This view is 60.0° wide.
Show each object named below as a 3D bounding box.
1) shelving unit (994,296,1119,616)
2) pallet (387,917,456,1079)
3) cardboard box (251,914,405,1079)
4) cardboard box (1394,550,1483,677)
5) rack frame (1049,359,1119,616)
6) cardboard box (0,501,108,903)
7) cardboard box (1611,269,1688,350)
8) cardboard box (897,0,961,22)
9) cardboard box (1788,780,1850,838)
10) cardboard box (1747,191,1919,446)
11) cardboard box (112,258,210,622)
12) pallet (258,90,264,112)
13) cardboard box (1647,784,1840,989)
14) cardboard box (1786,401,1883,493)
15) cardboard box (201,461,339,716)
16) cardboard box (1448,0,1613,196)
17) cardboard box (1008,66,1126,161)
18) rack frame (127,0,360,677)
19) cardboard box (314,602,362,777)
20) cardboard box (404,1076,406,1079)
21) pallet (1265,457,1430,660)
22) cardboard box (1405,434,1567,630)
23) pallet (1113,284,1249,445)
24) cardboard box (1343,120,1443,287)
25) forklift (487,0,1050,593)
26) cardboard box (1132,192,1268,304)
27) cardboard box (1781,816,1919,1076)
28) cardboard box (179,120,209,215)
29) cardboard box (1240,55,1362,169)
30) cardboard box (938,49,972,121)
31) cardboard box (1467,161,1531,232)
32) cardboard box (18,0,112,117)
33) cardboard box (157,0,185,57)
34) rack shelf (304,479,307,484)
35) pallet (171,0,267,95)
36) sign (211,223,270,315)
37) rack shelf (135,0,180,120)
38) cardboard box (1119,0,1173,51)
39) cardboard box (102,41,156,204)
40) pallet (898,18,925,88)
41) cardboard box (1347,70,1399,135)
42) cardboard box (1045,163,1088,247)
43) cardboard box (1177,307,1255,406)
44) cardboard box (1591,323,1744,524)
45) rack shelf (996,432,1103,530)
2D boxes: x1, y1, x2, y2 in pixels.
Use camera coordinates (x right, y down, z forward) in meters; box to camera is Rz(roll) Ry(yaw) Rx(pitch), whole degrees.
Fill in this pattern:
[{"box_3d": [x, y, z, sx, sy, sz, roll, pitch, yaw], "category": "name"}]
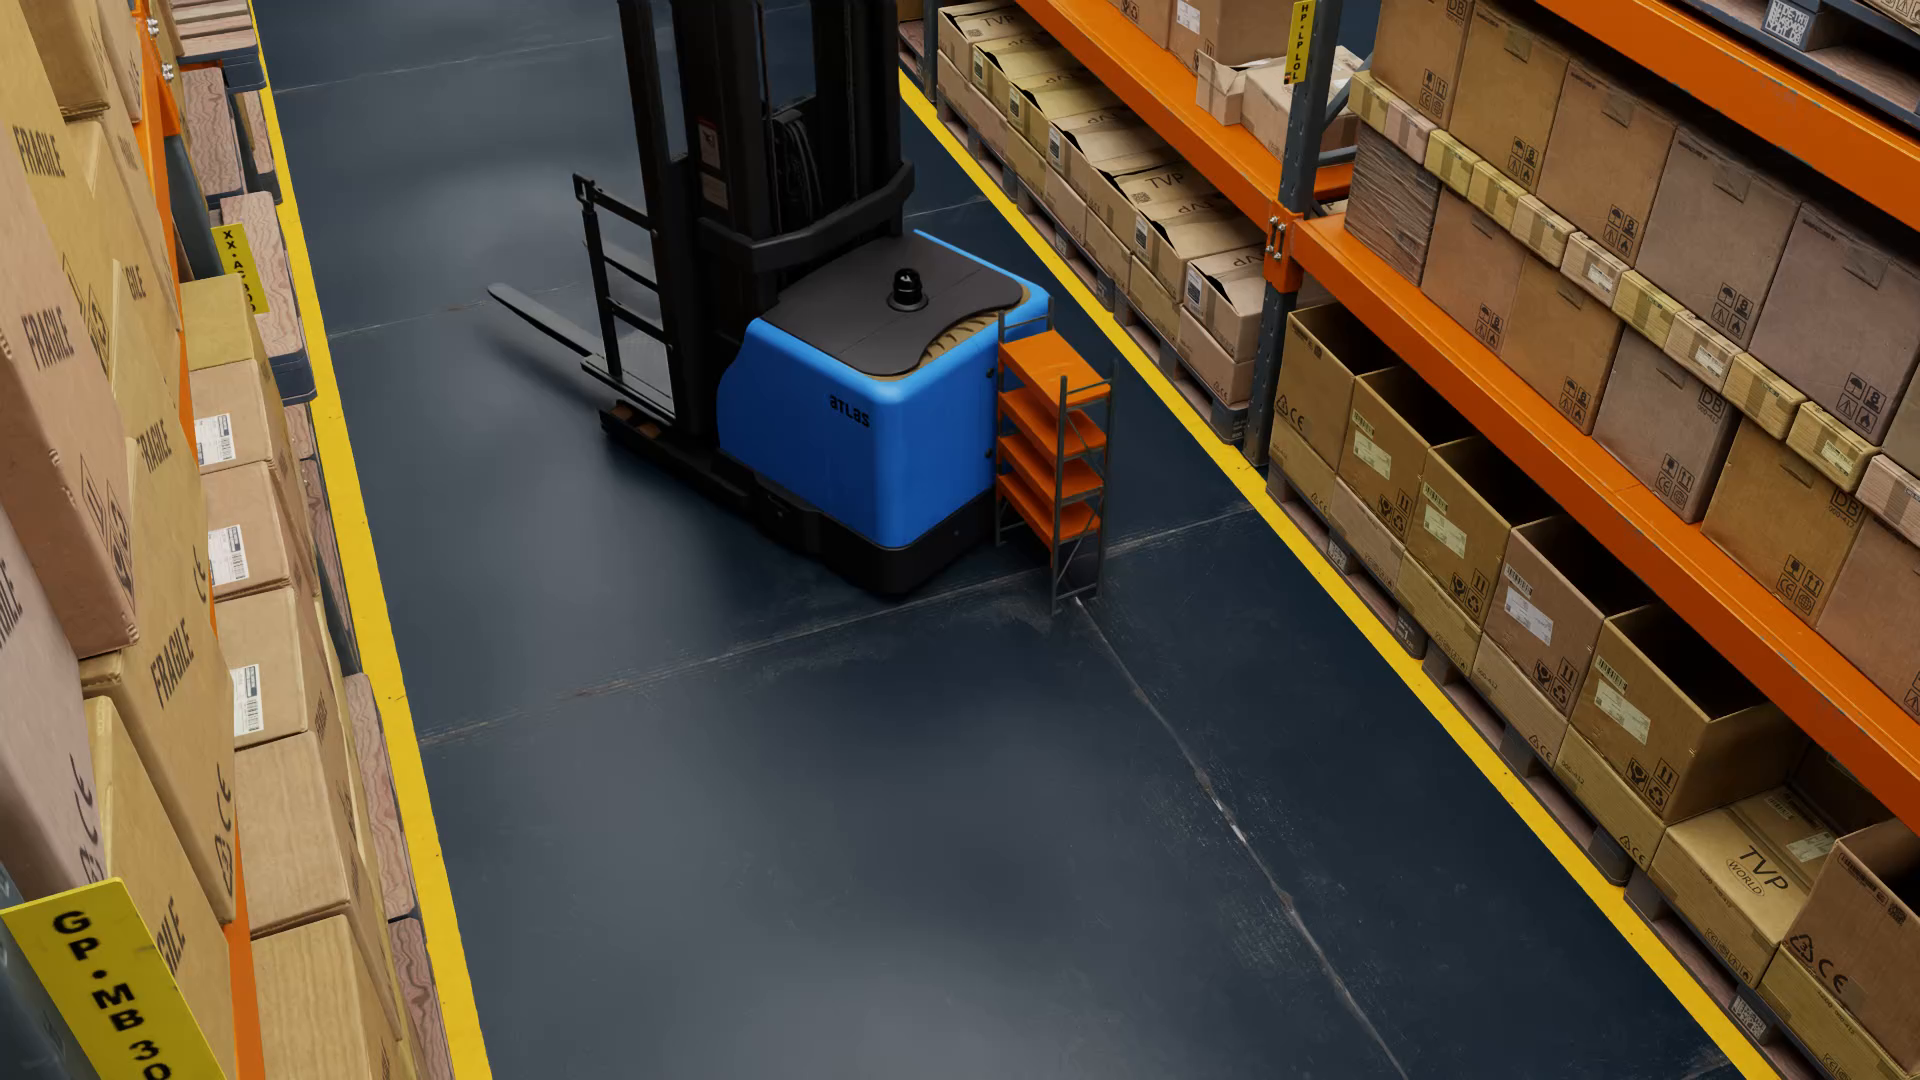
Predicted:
[{"box_3d": [0.370, -0.321, 6.703, 0.258, 1.200, 0.503, -18, 44, -20], "category": "shelving unit"}, {"box_3d": [-2.024, 1.804, 4.991, 1.003, 0.211, 1.213, -15, 43, -17], "category": "pallet"}, {"box_3d": [-1.339, 1.126, 3.164, 0.500, 0.500, 0.500, -15, 43, -17], "category": "cardboard box"}, {"box_3d": [2.061, 0.220, 6.481, 0.500, 0.250, 0.500, -15, 43, -17], "category": "cardboard box"}, {"box_3d": [0.481, -0.179, 6.538, 0.240, 1.200, 0.015, -18, 44, -20], "category": "rack frame"}, {"box_3d": [-1.177, 0.170, 1.593, 0.500, 0.500, 0.500, -18, 44, -20], "category": "cardboard box"}, {"box_3d": [2.311, -0.765, 5.265, 0.380, 0.149, 0.250, -15, 43, -17], "category": "cardboard box"}, {"box_3d": [-0.314, -3.757, 10.898, 0.500, 0.500, 0.500, -14, 43, -15], "category": "cardboard box"}, {"box_3d": [3.127, 0.991, 5.584, 0.500, 0.250, 0.500, -15, 43, -17], "category": "cardboard box"}, {"box_3d": [2.735, -0.679, 4.667, 0.700, 0.500, 0.500, -15, 43, -17], "category": "cardboard box"}, {"box_3d": [-1.526, -0.067, 2.634, 0.500, 0.500, 0.500, -13, 42, -15], "category": "cardboard box"}, {"box_3d": [-5.010, -2.965, 10.536, 1.003, 0.211, 1.213, -15, 43, -17], "category": "pallet"}, {"box_3d": [2.641, 1.122, 5.432, 0.500, 0.250, 0.500, -15, 43, -17], "category": "cardboard box"}, {"box_3d": [2.605, -0.302, 4.726, 0.380, 0.149, 0.250, -14, 43, -16], "category": "cardboard box"}, {"box_3d": [-1.939, 0.192, 4.250, 0.500, 0.500, 0.500, -16, 43, -18], "category": "cardboard box"}, {"box_3d": [2.161, -1.584, 5.719, 0.700, 0.500, 0.500, -15, 43, -17], "category": "cardboard box"}, {"box_3d": [0.591, -2.352, 9.041, 0.500, 0.311, 0.500, -16, 43, -18], "category": "cardboard box"}, {"box_3d": [-2.784, -0.385, 5.398, 1.000, 3.000, 0.127, -15, 43, -17], "category": "rack frame"}, {"box_3d": [-1.933, 0.475, 4.497, 0.500, 0.250, 0.500, -15, 43, -17], "category": "cardboard box"}, {"box_3d": [-1.359, 1.391, 3.432, 0.500, 0.250, 0.500, -16, 43, -18], "category": "cardboard box"}, {"box_3d": [2.057, -0.077, 7.177, 1.003, 0.211, 1.213, -15, 43, -17], "category": "pallet"}, {"box_3d": [2.062, -0.065, 6.236, 0.500, 0.500, 0.500, -15, 43, -17], "category": "cardboard box"}, {"box_3d": [1.473, -1.000, 8.251, 1.003, 0.211, 1.213, -15, 43, -17], "category": "pallet"}, {"box_3d": [1.967, -1.396, 6.496, 0.700, 0.500, 0.500, -16, 43, -18], "category": "cardboard box"}, {"box_3d": [-1.041, -1.719, 7.001, 3.031, 2.935, 1.130, 30, 49, 30], "category": "forklift"}, {"box_3d": [1.166, -1.437, 7.977, 0.500, 0.311, 0.500, -14, 43, -16], "category": "cardboard box"}, {"box_3d": [2.841, 1.136, 4.840, 0.500, 0.500, 0.500, -15, 43, -17], "category": "cardboard box"}, {"box_3d": [-3.155, -1.244, 5.982, 0.700, 0.500, 0.500, -11, 42, -12], "category": "cardboard box"}, {"box_3d": [1.562, -1.852, 7.219, 0.500, 0.250, 0.500, -13, 42, -14], "category": "cardboard box"}, {"box_3d": [0.190, -2.761, 9.947, 0.500, 0.250, 0.500, -15, 43, -17], "category": "cardboard box"}, {"box_3d": [2.013, -1.233, 5.810, 0.380, 0.149, 0.250, -15, 43, -17], "category": "cardboard box"}, {"box_3d": [-1.913, -1.074, 3.039, 0.500, 0.500, 0.500, -17, 43, -18], "category": "cardboard box"}, {"box_3d": [-3.887, -2.389, 7.314, 0.700, 0.500, 0.500, -19, 44, -21], "category": "cardboard box"}, {"box_3d": [-2.019, 1.092, 4.231, 1.077, 0.370, 4.000, -15, 43, -17], "category": "rack shelf"}, {"box_3d": [-3.944, -2.320, 7.794, 1.213, 0.211, 1.003, -15, 43, -17], "category": "pallet"}, {"box_3d": [-2.286, -0.854, 5.278, 0.100, 0.325, 0.005, -15, 43, -17], "category": "sign"}, {"box_3d": [-3.550, -2.455, 6.055, 1.077, 0.370, 4.000, -15, 43, -17], "category": "rack shelf"}, {"box_3d": [1.119, -2.747, 8.067, 0.500, 0.500, 0.500, -15, 43, -17], "category": "cardboard box"}, {"box_3d": [-2.181, -1.018, 3.741, 0.500, 0.500, 0.500, -19, 44, -20], "category": "cardboard box"}, {"box_3d": [0.010, -3.435, 11.083, 1.003, 0.211, 1.213, -15, 43, -17], "category": "pallet"}, {"box_3d": [1.715, -1.697, 6.349, 0.380, 0.149, 0.250, -15, 43, -17], "category": "cardboard box"}, {"box_3d": [0.783, -1.838, 8.873, 0.500, 0.250, 0.500, -14, 43, -16], "category": "cardboard box"}, {"box_3d": [1.364, -0.918, 7.803, 0.500, 0.250, 0.500, -16, 43, -17], "category": "cardboard box"}, {"box_3d": [2.560, -0.468, 5.417, 0.700, 0.500, 0.500, -14, 43, -16], "category": "cardboard box"}, {"box_3d": [0.370, -0.270, 6.747, 0.258, 0.148, 0.480, -18, 44, -20], "category": "rack shelf"}]
